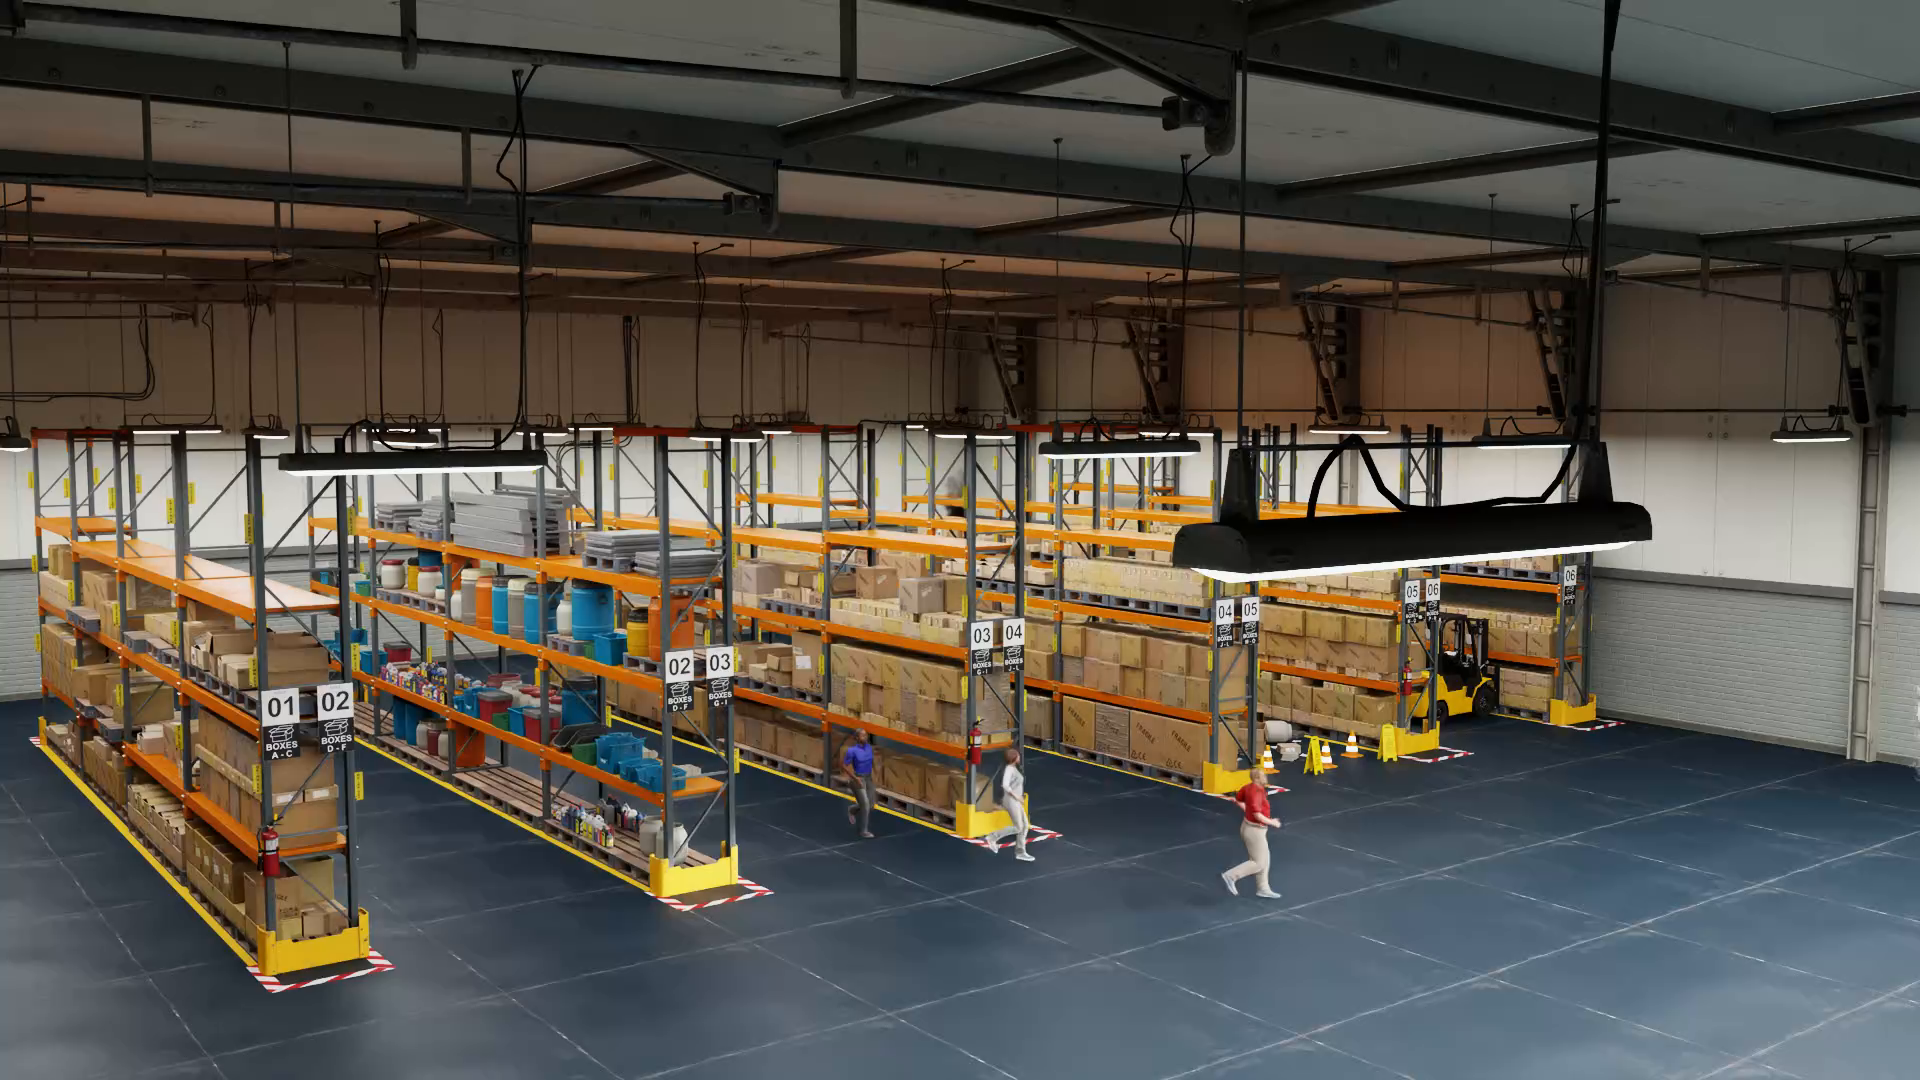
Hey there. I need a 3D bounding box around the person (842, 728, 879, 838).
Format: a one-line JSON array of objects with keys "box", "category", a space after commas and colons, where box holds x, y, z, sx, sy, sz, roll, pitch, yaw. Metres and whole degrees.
[{"box": [-1.511, 3.588, 24.727, 0.633, 1.603, 0.617, 4, 6, 43], "category": "person"}]

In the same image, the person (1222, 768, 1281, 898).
[{"box": [3.756, 3.805, 21.509, 0.844, 1.727, 0.670, -1, 5, -7], "category": "person"}]

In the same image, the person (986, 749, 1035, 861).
[{"box": [0.723, 3.718, 23.494, 0.692, 1.537, 0.593, 0, 4, 5], "category": "person"}]

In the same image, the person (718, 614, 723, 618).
[{"box": [-5.519, 2.518, 38.247, 0.584, 1.635, 0.651, -3, 5, -31], "category": "person"}]
